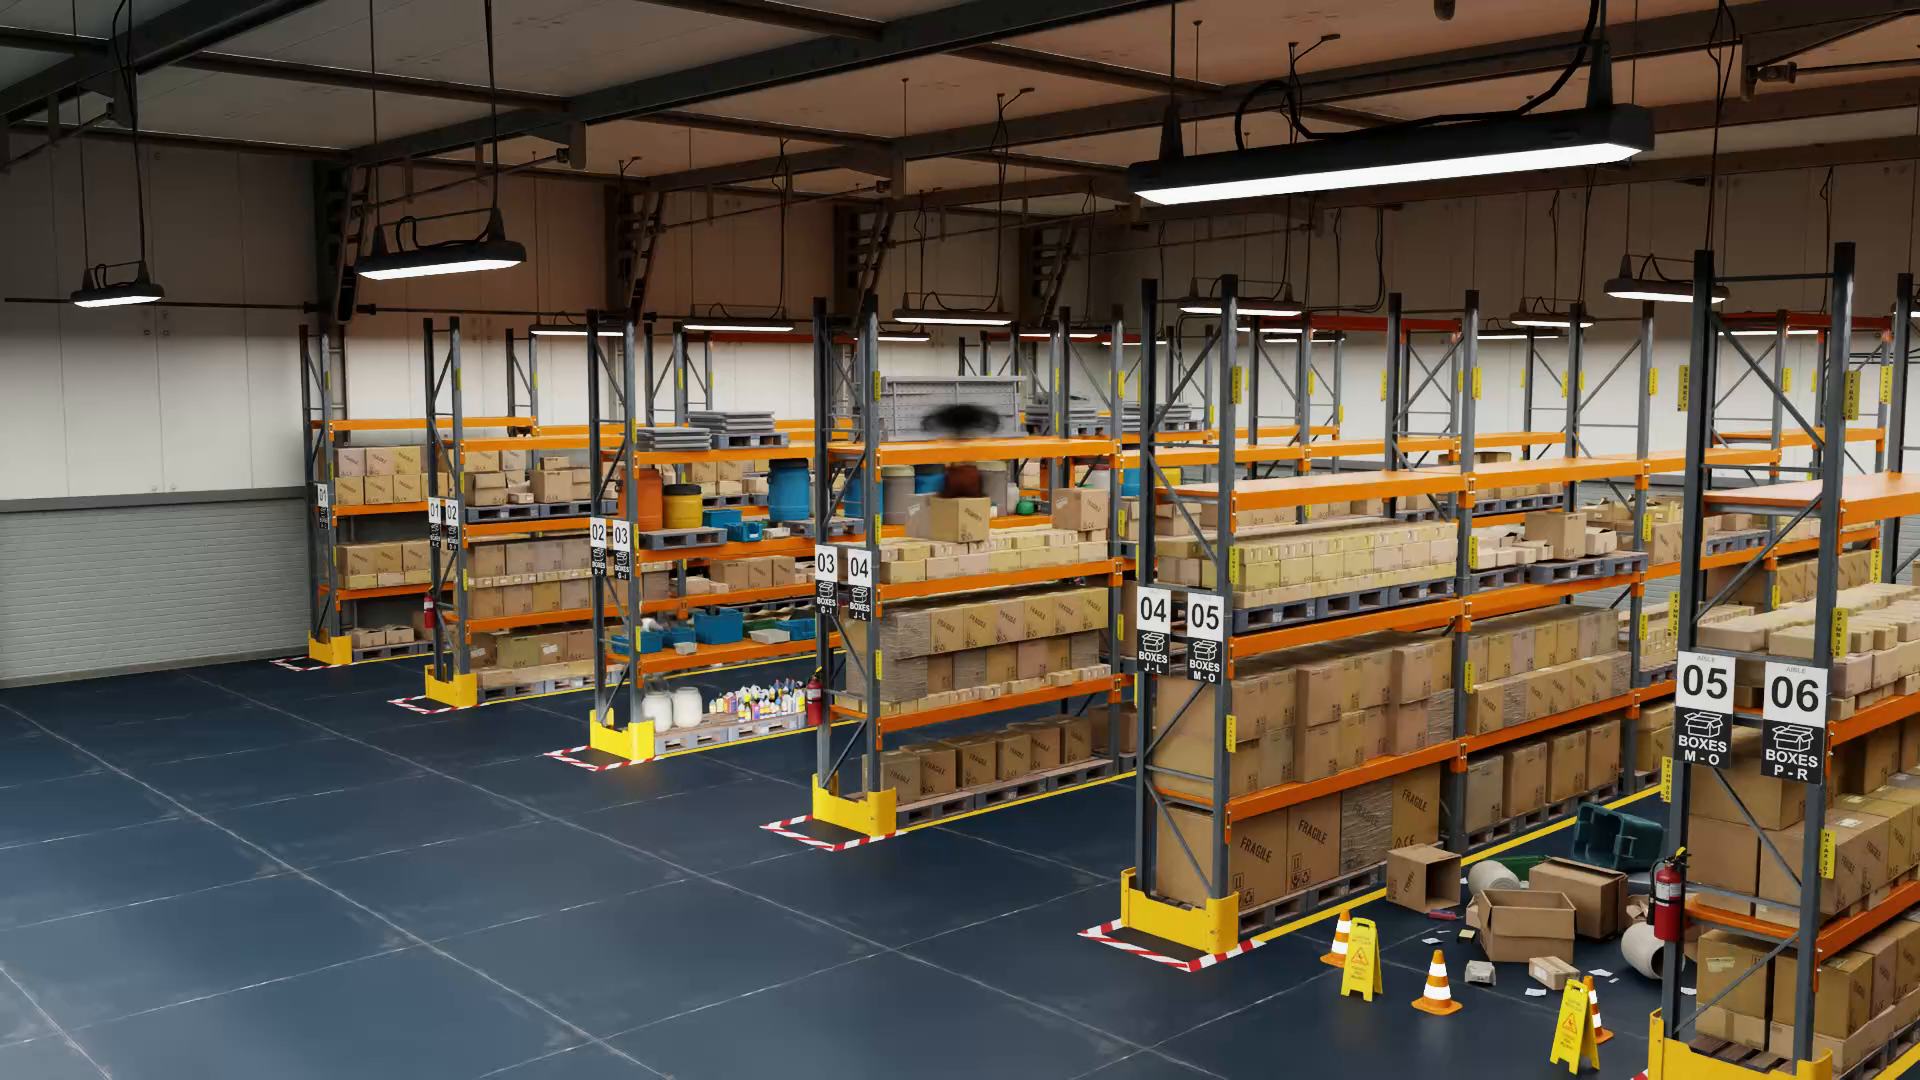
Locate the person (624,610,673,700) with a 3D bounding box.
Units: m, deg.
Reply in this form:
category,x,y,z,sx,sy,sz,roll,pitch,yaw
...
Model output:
category,x,y,z,sx,sy,sz,roll,pitch,yaw
person,-4.820,1.774,25.591,0.656,1.611,0.855,1,6,13
